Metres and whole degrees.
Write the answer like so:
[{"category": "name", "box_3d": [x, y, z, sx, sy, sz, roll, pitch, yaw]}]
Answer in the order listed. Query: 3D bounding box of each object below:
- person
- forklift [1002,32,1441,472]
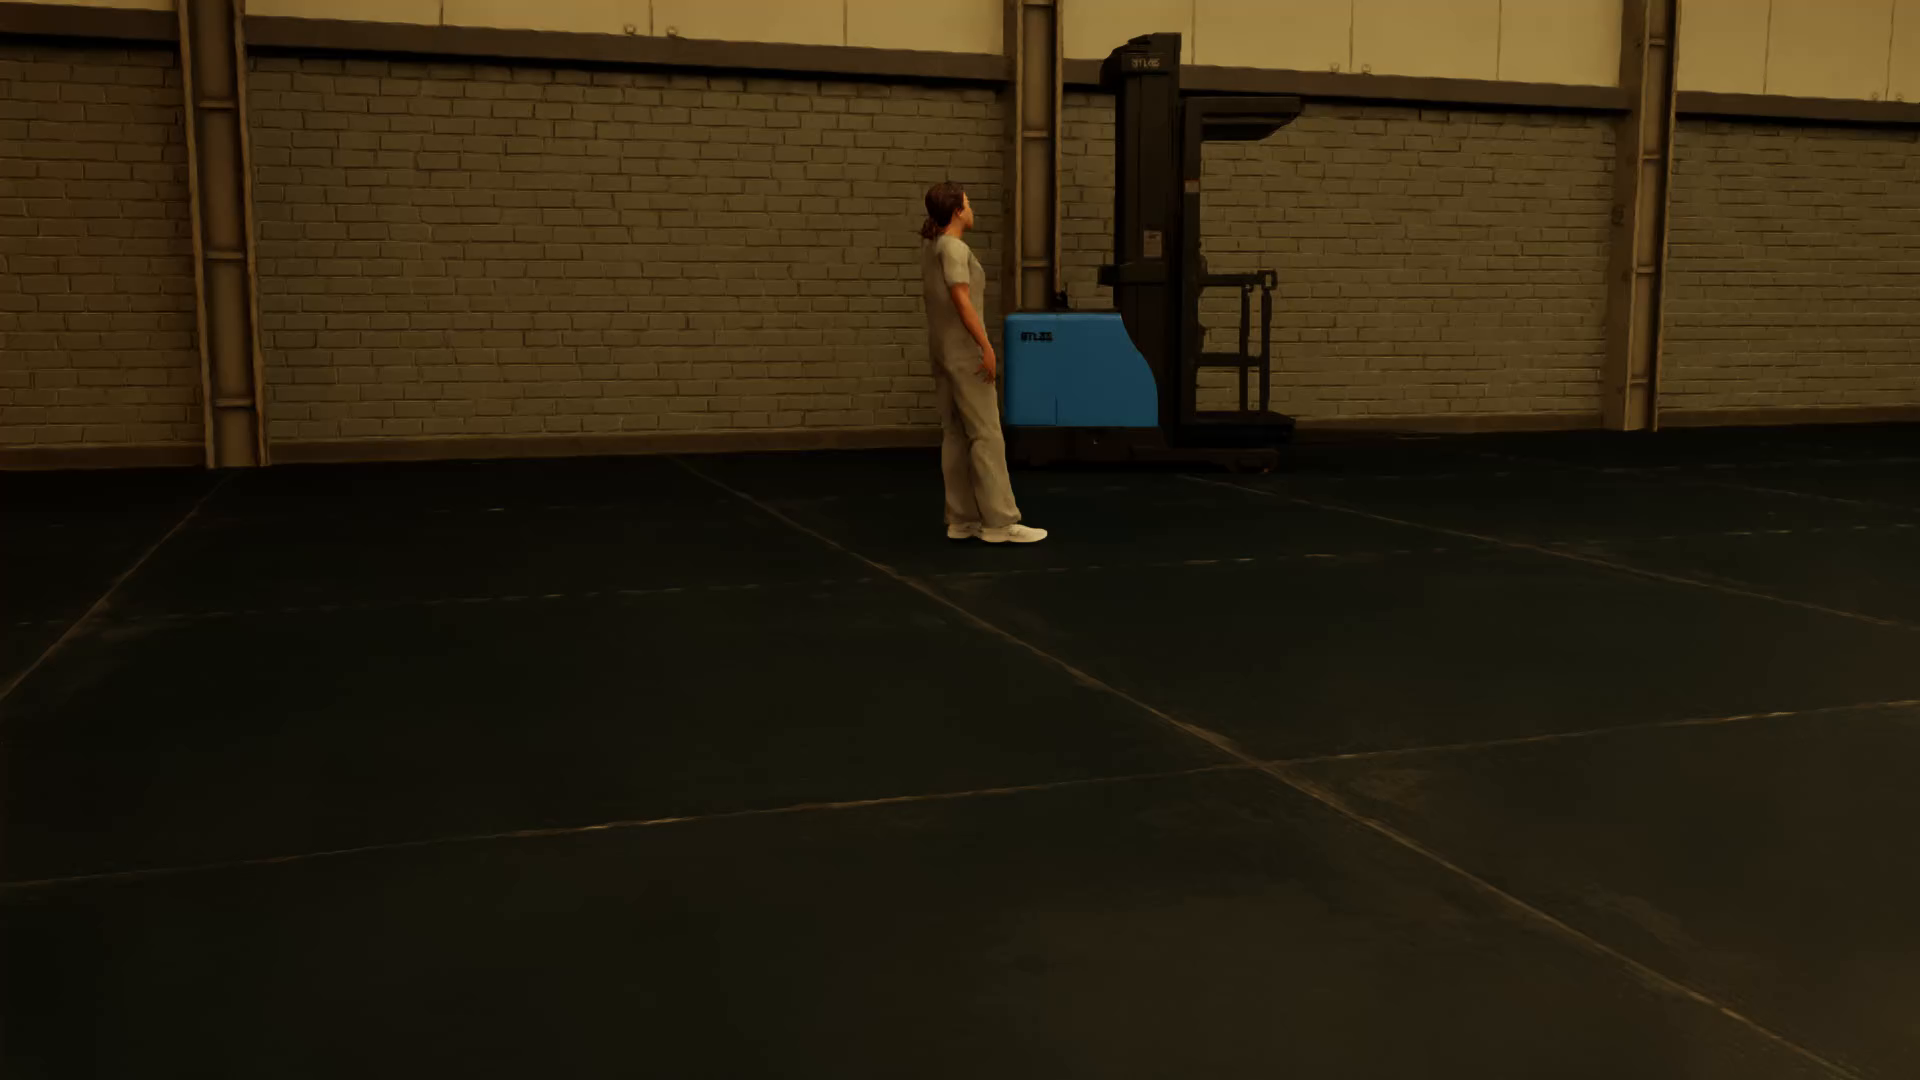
[{"category": "person", "box_3d": [0.074, -0.839, 7.821, 0.548, 1.674, 0.550, -3, 8, -18]}, {"category": "forklift", "box_3d": [1.815, -1.989, 11.674, 3.031, 2.935, 1.130, 0, 8, 1]}]
